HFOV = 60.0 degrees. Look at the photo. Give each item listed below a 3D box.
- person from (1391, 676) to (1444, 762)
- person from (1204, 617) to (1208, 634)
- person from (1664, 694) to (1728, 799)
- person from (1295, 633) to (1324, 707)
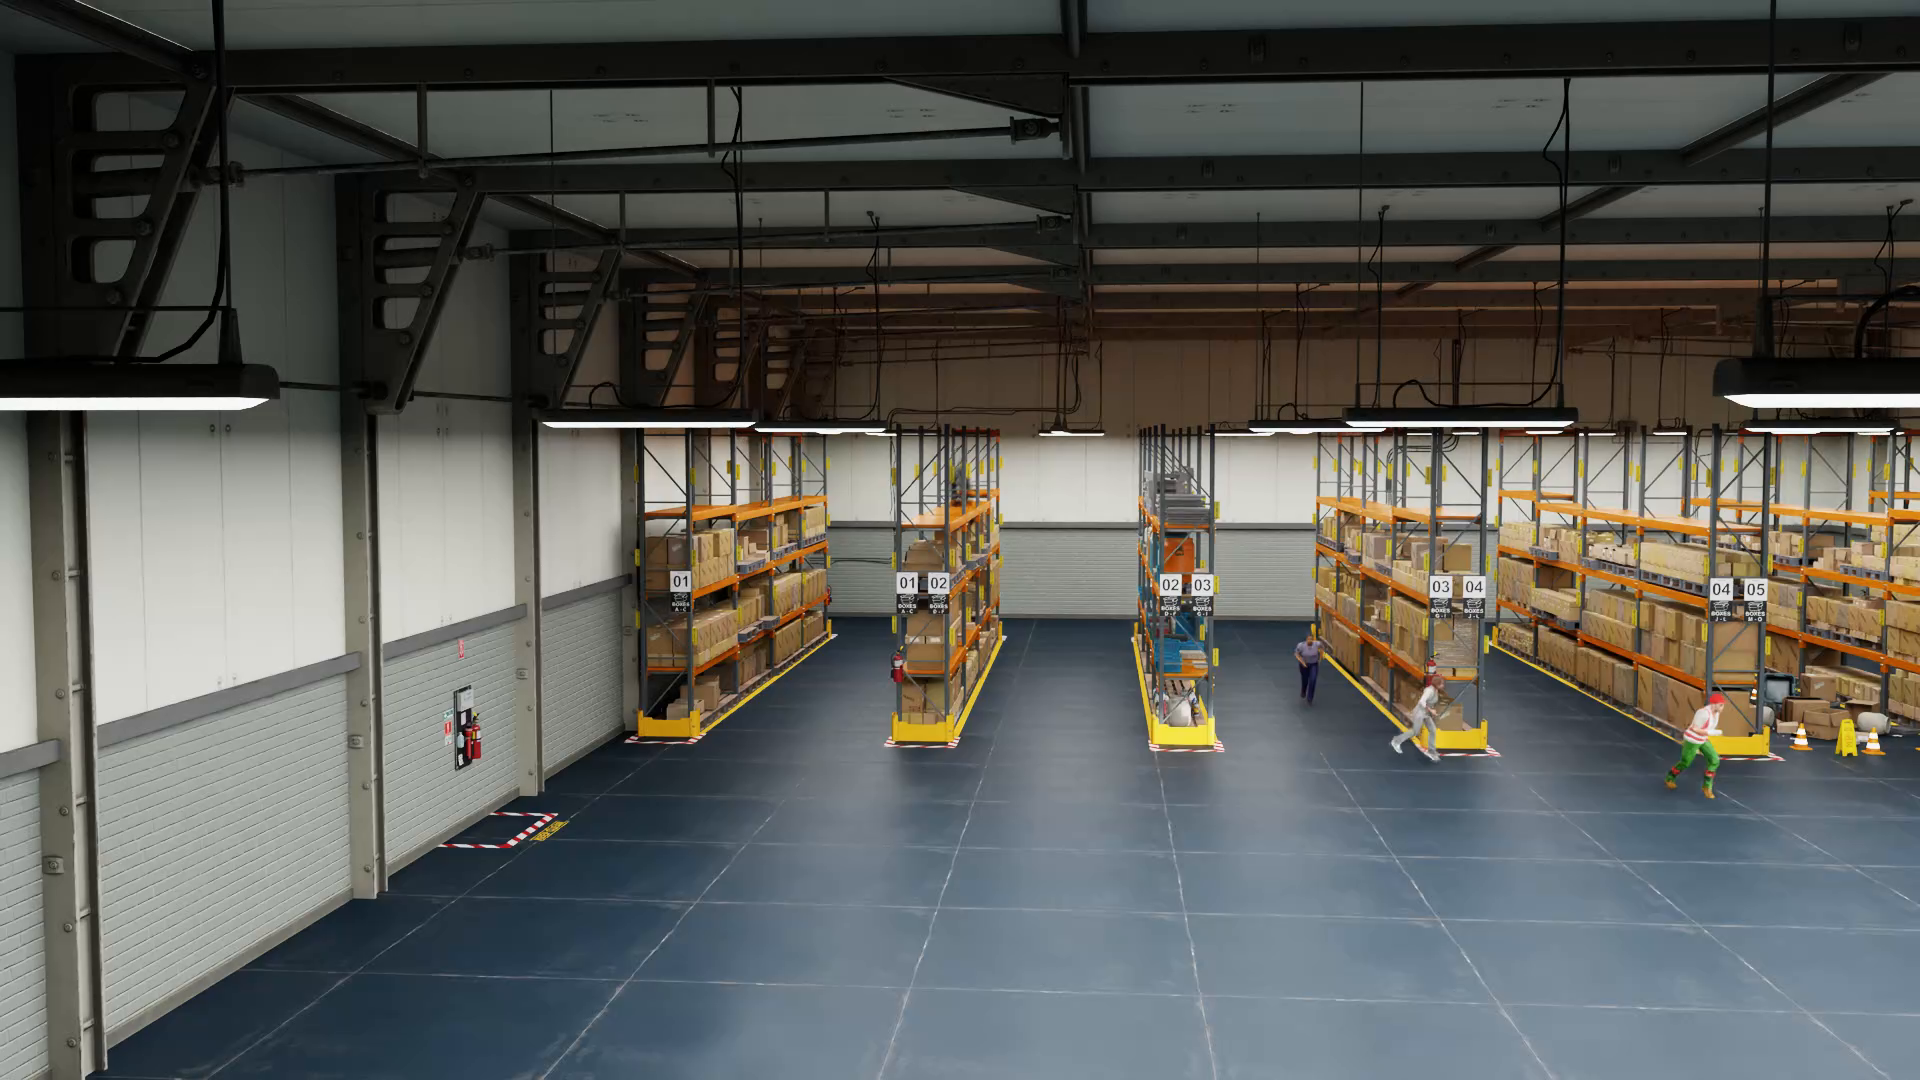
[{"bbox_3d":[8.169,3.173,29.691,0.918,1.546,0.574,2,4,28],"label":"person"},{"bbox_3d":[6.993,1.867,48.797,0.935,1.846,0.670,1,4,23],"label":"person"},{"bbox_3d":[11.809,3.285,26.678,0.707,1.722,1.028,-2,4,-34],"label":"person"},{"bbox_3d":[7.532,2.786,35.947,0.640,1.591,0.973,0,3,3],"label":"person"}]
